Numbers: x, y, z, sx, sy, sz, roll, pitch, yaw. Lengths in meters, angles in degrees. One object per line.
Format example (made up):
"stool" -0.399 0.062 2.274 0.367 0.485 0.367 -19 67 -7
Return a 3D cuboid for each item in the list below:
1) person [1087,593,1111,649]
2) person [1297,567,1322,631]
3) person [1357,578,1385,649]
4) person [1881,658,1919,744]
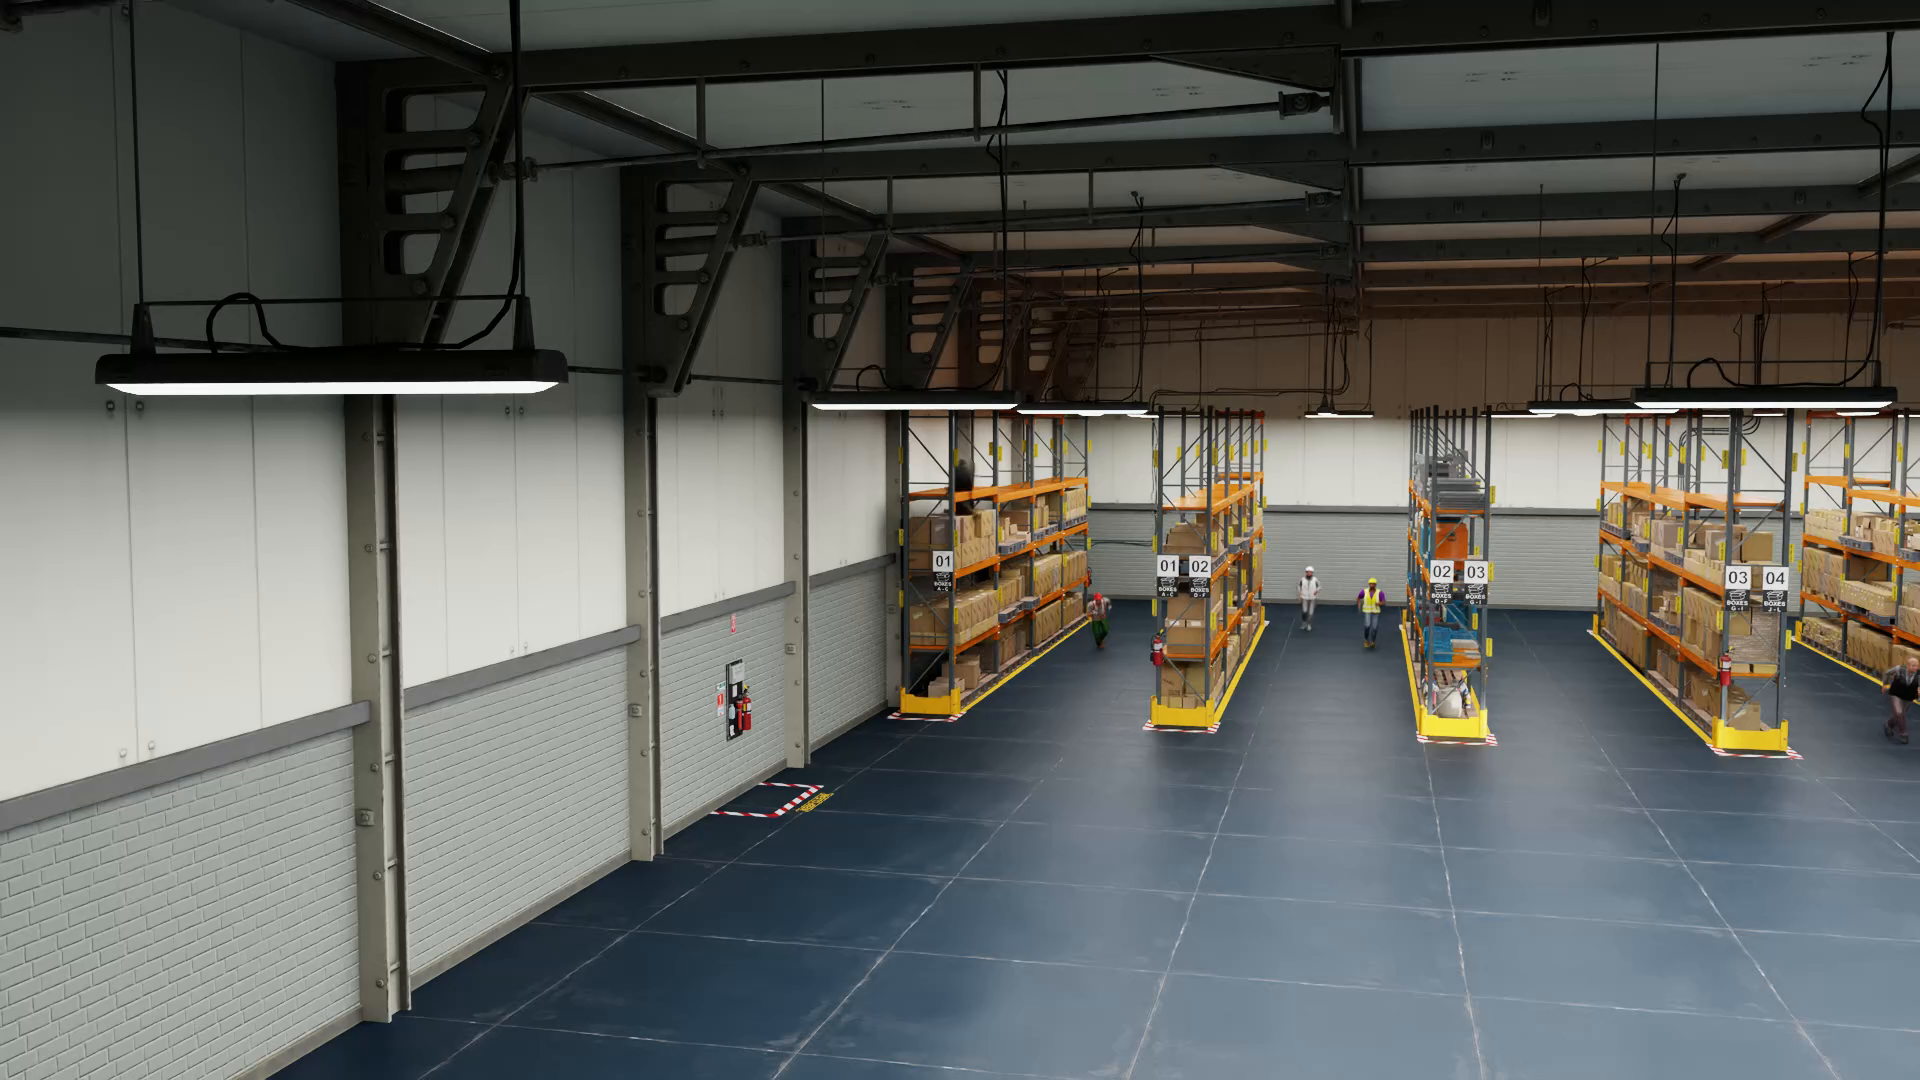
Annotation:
"person" 3.469 2.005 41.333 0.672 1.472 0.994 0 4 -3
"person" 9.511 1.601 45.286 0.656 1.760 0.670 1 4 9
"person" 10.330 1.852 41.743 0.665 1.790 0.725 1 4 8
"person" 16.795 2.813 29.608 0.637 1.535 1.096 1 4 10
